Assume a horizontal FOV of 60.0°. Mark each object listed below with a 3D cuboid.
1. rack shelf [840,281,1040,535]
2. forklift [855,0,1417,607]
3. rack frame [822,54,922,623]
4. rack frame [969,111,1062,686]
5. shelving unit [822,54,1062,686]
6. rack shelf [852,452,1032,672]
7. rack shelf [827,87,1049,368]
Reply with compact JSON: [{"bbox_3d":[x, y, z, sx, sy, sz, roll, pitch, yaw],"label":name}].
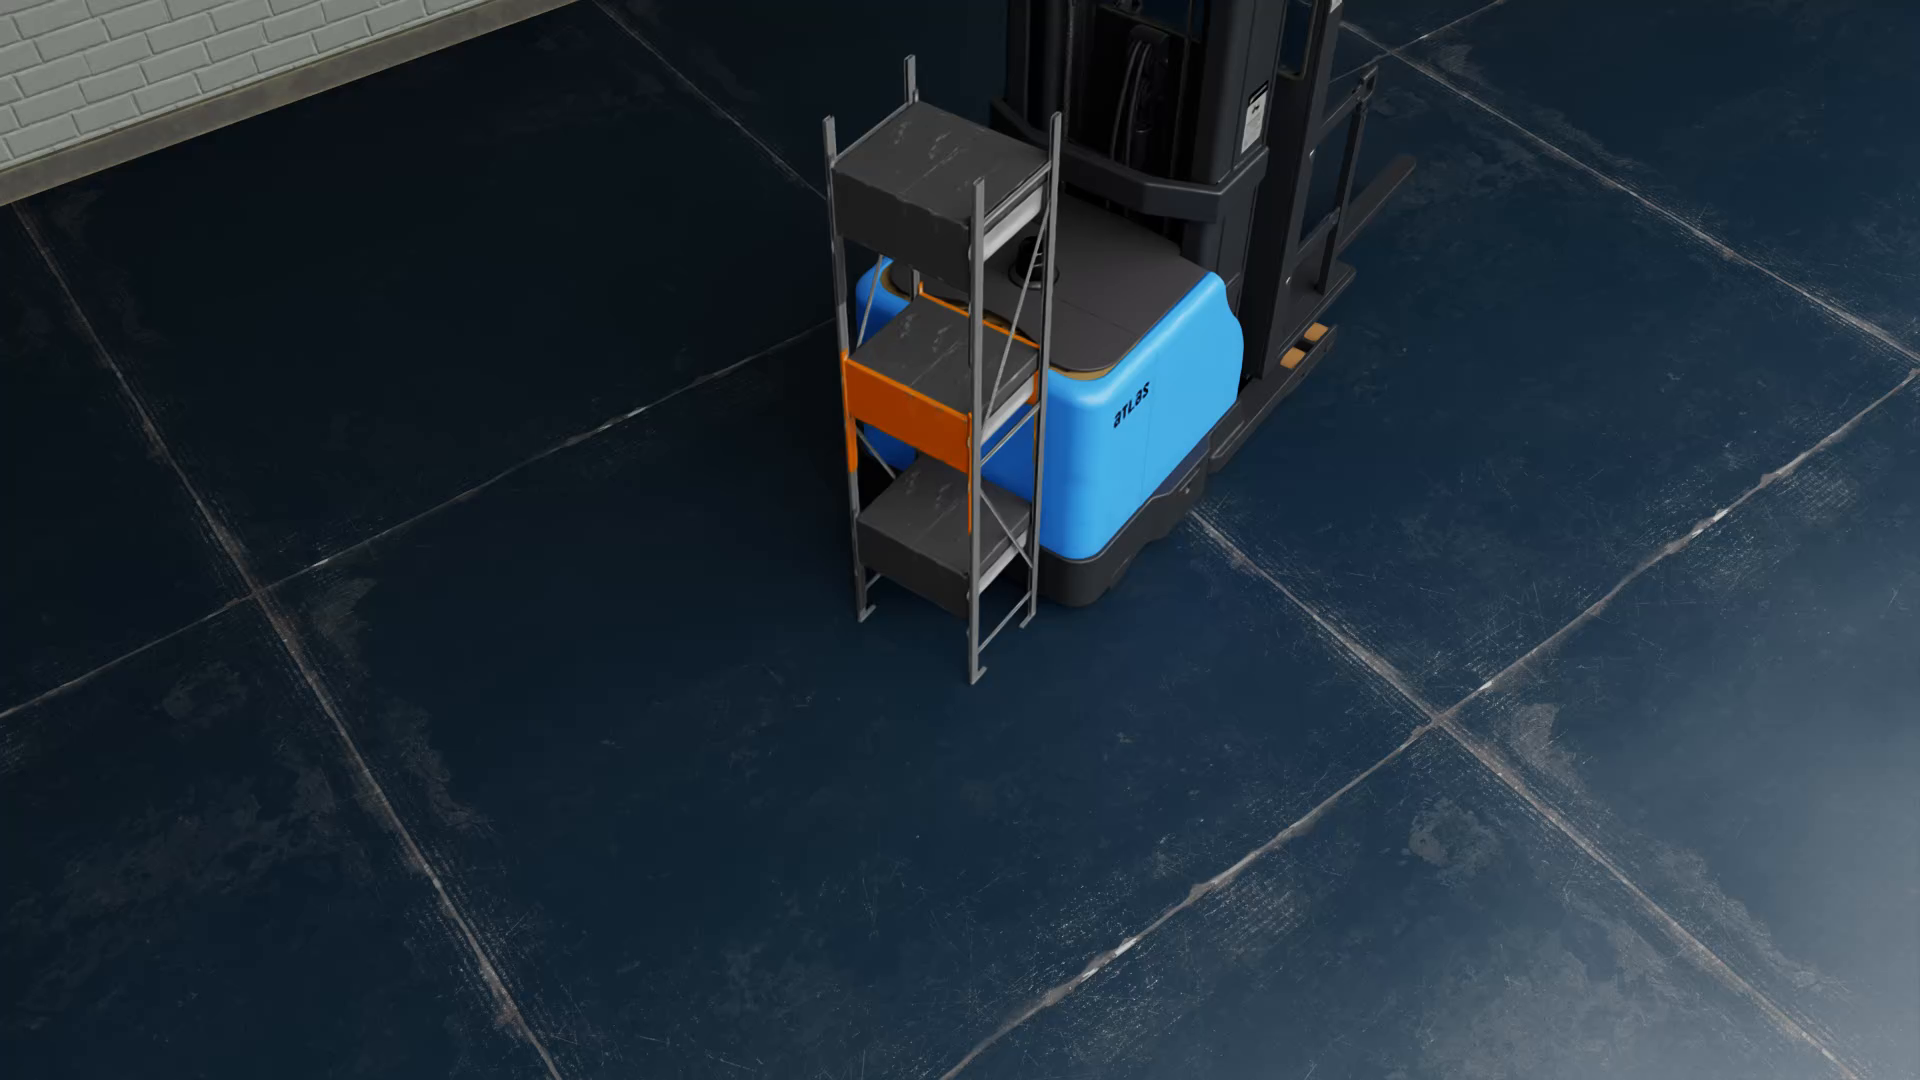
[{"bbox_3d":[-0.047,-0.416,5.228,0.480,0.518,0.431,28,53,23],"label":"rack shelf"},{"bbox_3d":[0.903,-1.800,5.903,1.130,2.935,3.031,28,54,23],"label":"forklift"},{"bbox_3d":[-0.246,-0.529,5.313,0.015,2.100,0.400,28,53,23],"label":"rack frame"},{"bbox_3d":[0.152,-0.321,5.124,0.015,2.100,0.400,28,53,23],"label":"rack frame"},{"bbox_3d":[-0.047,-0.425,5.218,0.503,2.100,0.431,28,53,23],"label":"shelving unit"},{"bbox_3d":[-0.047,0.054,5.747,0.480,0.518,0.431,28,53,23],"label":"rack shelf"},{"bbox_3d":[-0.047,-0.886,4.710,0.480,0.518,0.431,28,53,23],"label":"rack shelf"}]
